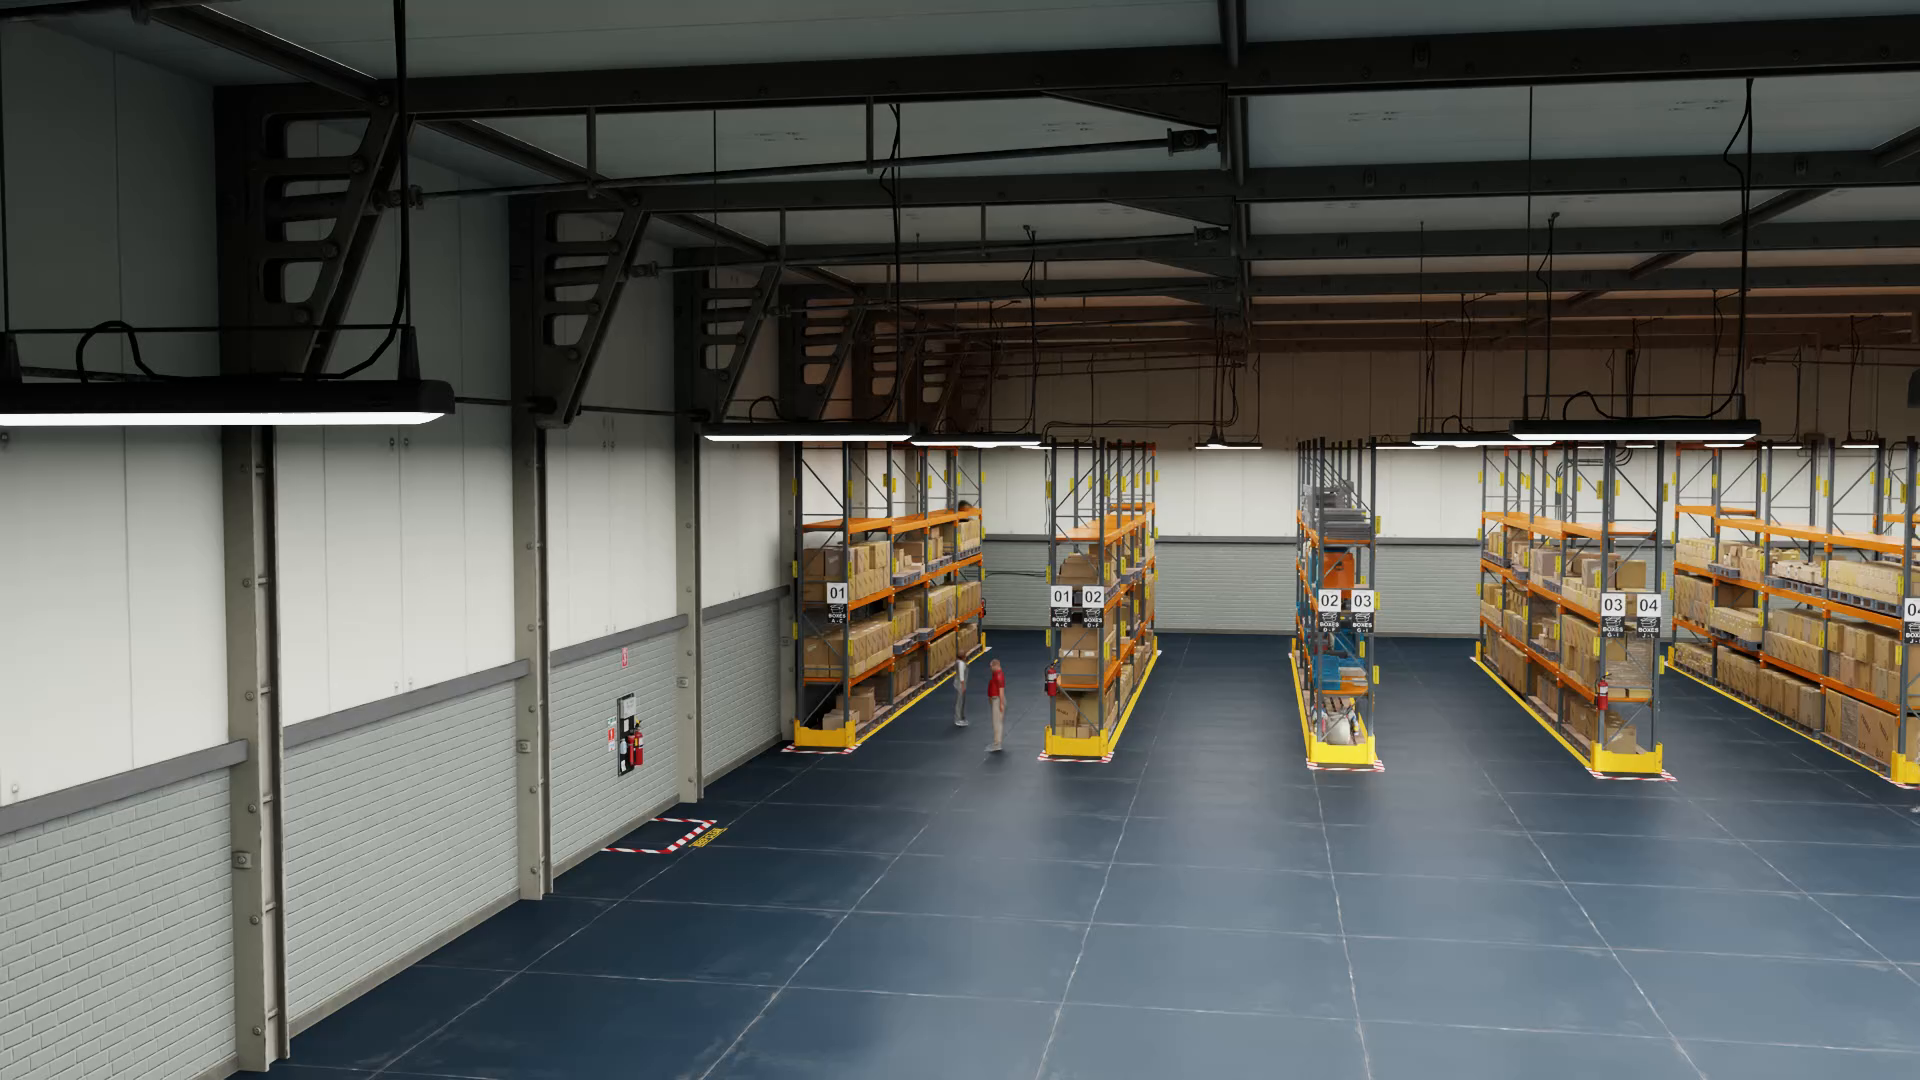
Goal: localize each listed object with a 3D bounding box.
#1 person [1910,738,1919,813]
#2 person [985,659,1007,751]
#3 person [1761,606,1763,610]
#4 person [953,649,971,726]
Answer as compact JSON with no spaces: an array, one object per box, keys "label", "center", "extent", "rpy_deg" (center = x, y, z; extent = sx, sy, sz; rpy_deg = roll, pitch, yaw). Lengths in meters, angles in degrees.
[{"label":"person","center":[15.247,3.499,26.197],"extent":[0.387,1.689,0.575],"rpy_deg":[0,3,-9]},{"label":"person","center":[0.685,3.163,31.982],"extent":[0.427,1.727,0.631],"rpy_deg":[0,3,-1]},{"label":"person","center":[21.153,2.542,44.018],"extent":[0.524,1.676,0.452],"rpy_deg":[-2,4,-32]},{"label":"person","center":[0.052,3.100,34.861],"extent":[0.392,1.637,0.480],"rpy_deg":[0,3,-5]}]
